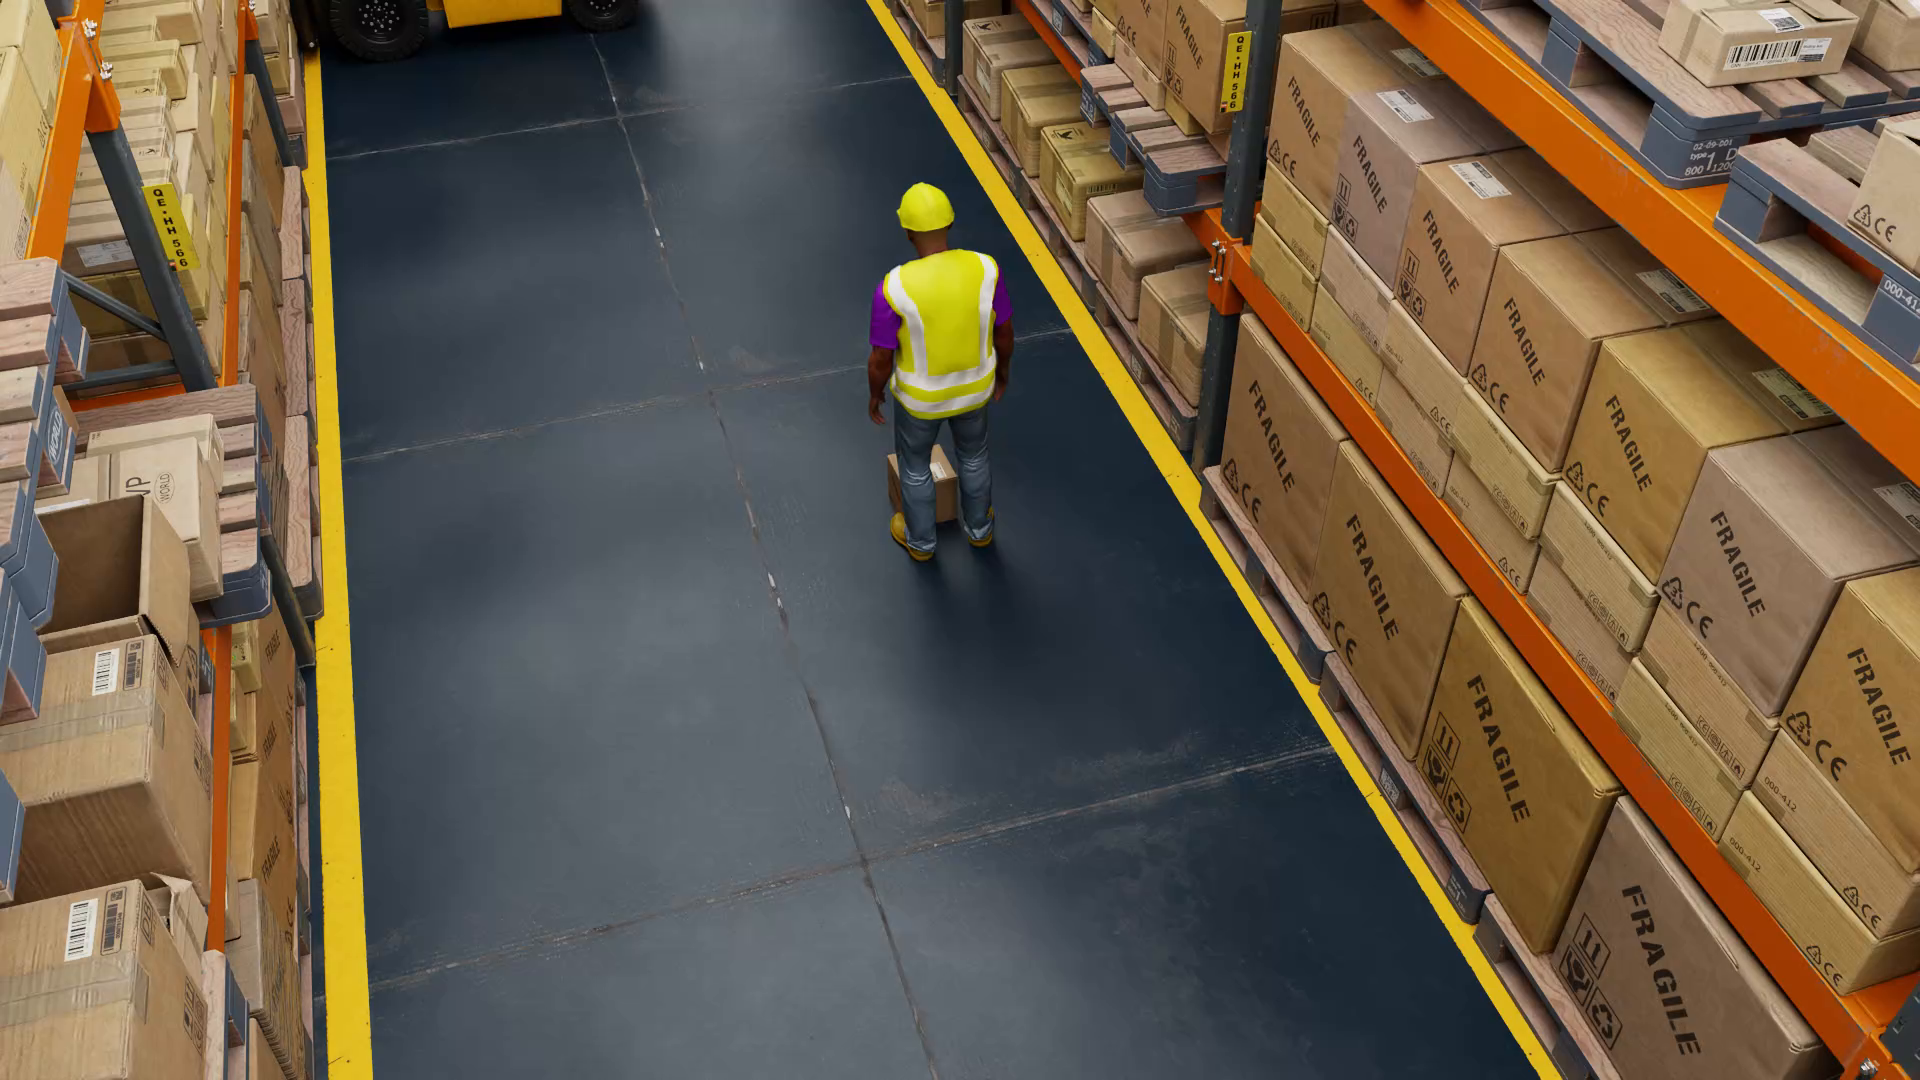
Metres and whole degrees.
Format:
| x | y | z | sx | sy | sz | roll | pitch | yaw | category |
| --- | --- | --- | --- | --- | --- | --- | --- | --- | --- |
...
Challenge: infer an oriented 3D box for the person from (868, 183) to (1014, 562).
| x | y | z | sx | sy | sz | roll | pitch | yaw | category |
| --- | --- | --- | --- | --- | --- | --- | --- | --- | --- |
| -0.085 | -0.656 | 6.875 | 0.627 | 1.761 | 0.458 | -13 | 44 | -14 | person |
